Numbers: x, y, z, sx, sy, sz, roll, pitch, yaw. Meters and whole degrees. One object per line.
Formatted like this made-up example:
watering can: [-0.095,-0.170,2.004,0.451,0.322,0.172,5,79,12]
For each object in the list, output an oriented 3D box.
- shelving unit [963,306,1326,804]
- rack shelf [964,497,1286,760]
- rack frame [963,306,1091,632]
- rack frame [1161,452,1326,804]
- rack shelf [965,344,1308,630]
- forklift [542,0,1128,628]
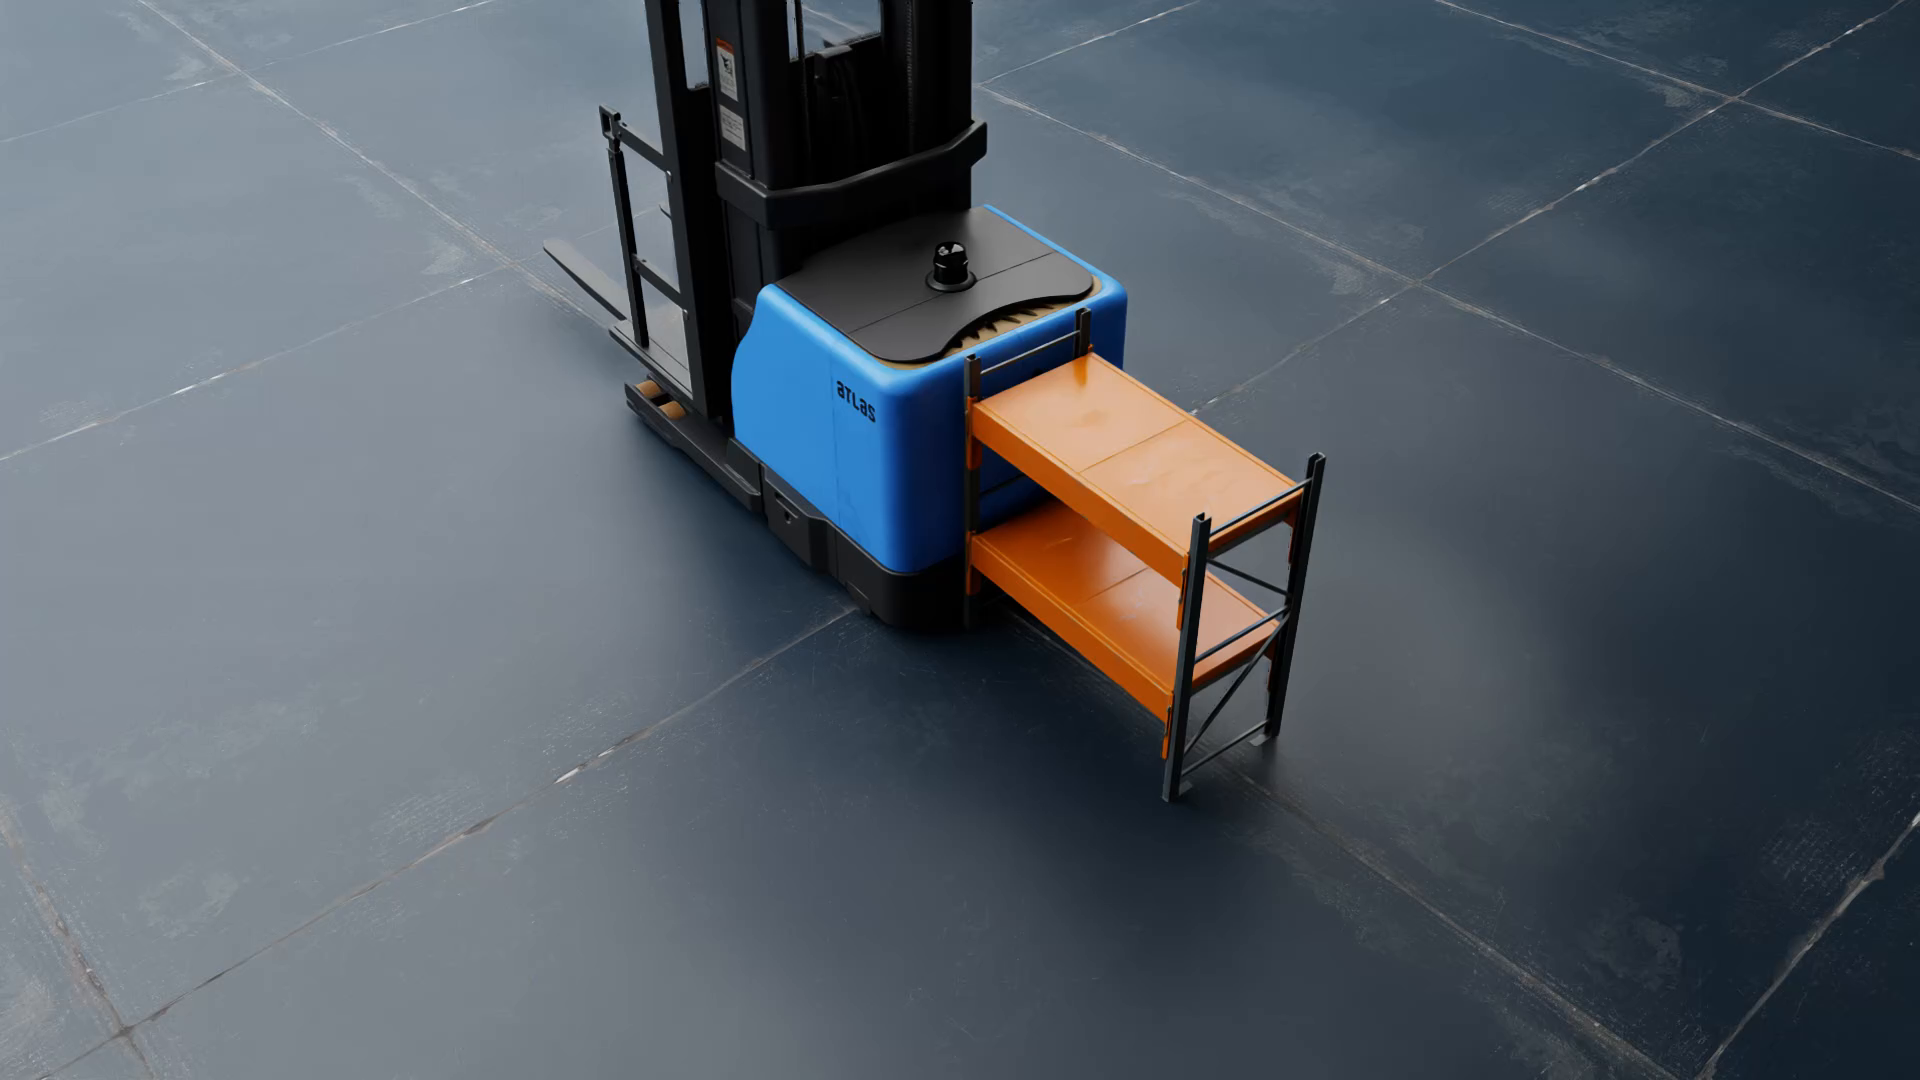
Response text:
shelving unit: [0.530,0.035,5.312,0.538,1.125,1.048,-26,46,-28]
rack shelf: [0.530,0.225,5.465,0.538,0.278,1.000,-26,46,-28]
rack frame: [0.219,-0.218,5.624,0.500,1.125,0.032,-26,46,-28]
rack frame: [0.842,0.287,4.999,0.500,1.125,0.032,-26,46,-28]
rack shelf: [0.530,-0.193,5.128,0.538,0.278,1.000,-26,46,-28]
forklift: [-0.716,-1.704,6.027,1.130,2.935,3.031,-26,46,-28]
